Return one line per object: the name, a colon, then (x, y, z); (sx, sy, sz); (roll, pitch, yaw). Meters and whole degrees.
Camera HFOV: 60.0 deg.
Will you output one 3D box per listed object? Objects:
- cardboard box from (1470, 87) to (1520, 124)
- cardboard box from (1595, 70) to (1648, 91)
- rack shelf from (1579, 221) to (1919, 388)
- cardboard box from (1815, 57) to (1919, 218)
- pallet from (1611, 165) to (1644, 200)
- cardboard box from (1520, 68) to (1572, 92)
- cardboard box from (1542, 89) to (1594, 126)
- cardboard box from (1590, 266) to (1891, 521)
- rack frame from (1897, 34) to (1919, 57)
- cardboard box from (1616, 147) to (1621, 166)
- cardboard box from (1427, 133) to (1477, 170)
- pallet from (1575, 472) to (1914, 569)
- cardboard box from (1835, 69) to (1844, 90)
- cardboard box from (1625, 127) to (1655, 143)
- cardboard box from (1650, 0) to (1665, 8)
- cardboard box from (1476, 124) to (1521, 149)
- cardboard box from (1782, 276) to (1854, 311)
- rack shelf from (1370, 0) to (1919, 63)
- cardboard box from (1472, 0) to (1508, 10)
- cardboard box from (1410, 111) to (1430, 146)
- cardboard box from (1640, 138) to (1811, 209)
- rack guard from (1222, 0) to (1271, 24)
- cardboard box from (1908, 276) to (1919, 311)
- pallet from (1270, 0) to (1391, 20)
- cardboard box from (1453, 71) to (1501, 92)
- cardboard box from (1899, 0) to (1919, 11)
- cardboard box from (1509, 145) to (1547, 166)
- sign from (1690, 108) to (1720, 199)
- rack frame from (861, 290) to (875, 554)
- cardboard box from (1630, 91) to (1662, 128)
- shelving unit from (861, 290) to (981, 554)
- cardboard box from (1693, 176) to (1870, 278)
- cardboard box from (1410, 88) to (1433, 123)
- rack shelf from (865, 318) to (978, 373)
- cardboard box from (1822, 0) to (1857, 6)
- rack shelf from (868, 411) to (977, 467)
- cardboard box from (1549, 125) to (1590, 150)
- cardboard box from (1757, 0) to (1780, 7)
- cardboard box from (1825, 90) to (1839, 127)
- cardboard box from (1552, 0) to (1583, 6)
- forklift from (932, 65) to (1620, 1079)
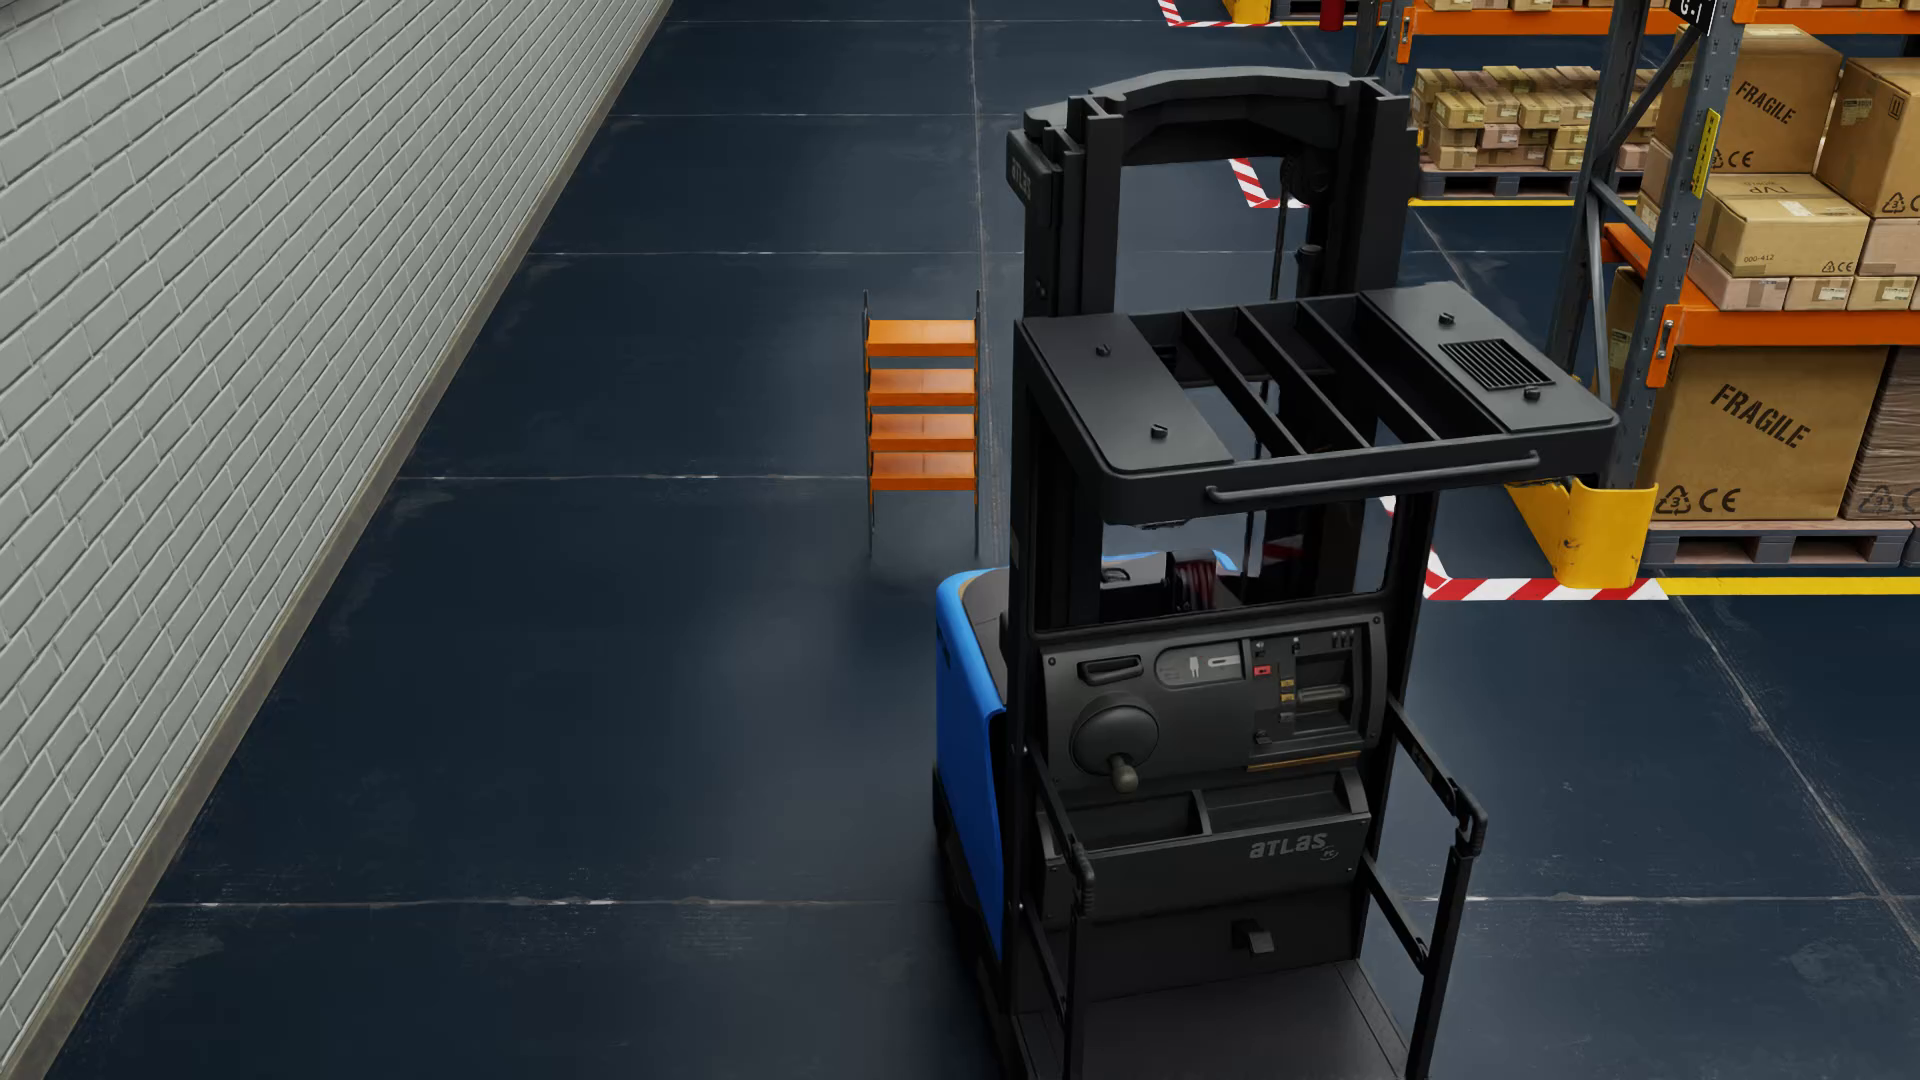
cardboard box: (3.739, -3.046, 11.648); (0.250, 0.149, 0.380); (0, 31, 1)
cardboard box: (4.767, -3.269, 12.016); (0.250, 0.149, 0.380); (-1, 31, -2)
rack shelf: (4.867, -1.068, 7.312); (4.000, 0.370, 1.077); (0, 31, 0)
cardboard box: (3.848, -1.616, 6.656); (0.500, 0.500, 0.500); (-1, 31, -1)
pallet: (5.043, -2.737, 12.057); (1.213, 0.211, 1.003); (0, 31, 0)
cardboard box: (4.235, -3.296, 12.060); (0.250, 0.149, 0.380); (-1, 31, -2)
cardboard box: (4.239, -3.024, 11.612); (0.250, 0.149, 0.380); (-2, 31, -3)
cardboard box: (3.506, -0.684, 7.629); (0.875, 0.875, 0.875); (0, 31, 0)
rack frame: (6.938, -3.955, 11.376); (0.127, 3.000, 1.000); (0, 31, 0)
cardboard box: (4.484, -2.780, 11.784); (0.250, 0.149, 0.380); (0, 31, 0)
cardboard box: (3.464, -2.738, 11.715); (0.250, 0.149, 0.380); (0, 31, 1)
pallet: (3.666, -0.220, 7.909); (1.213, 0.211, 1.003); (0, 31, 0)
cardboard box: (6.316, -3.306, 12.077); (0.250, 0.149, 0.380); (1, 31, 2)
cardboard box: (4.775, -2.934, 11.750); (0.250, 0.149, 0.380); (1, 31, 2)
cardboard box: (4.564, -3.707, 11.210); (0.250, 0.149, 0.380); (-1, 31, -1)
cardboard box: (3.738, -2.870, 11.645); (0.250, 0.149, 0.380); (0, 31, -1)
cardboard box: (3.480, -1.093, 6.902); (0.250, 0.149, 0.380); (-1, 31, -1)
rack shelf: (4.938, -3.641, 11.552); (4.000, 0.370, 1.077); (0, 31, 0)
cardboard box: (3.518, -3.688, 11.179); (0.250, 0.149, 0.380); (1, 31, 1)
cardboard box: (3.463, -3.013, 12.167); (0.250, 0.149, 0.380); (0, 31, 1)
cardboard box: (3.350, -1.571, 7.306); (0.500, 0.250, 0.500); (-1, 31, -1)
rack guard: (2.783, -5.441, 16.235); (0.348, 0.500, 1.175); (0, 31, 0)
cardboard box: (3.997, -1.095, 6.906); (0.250, 0.149, 0.380); (-1, 31, -1)
pallet: (3.606, -5.360, 16.381); (1.213, 0.211, 1.003); (0, 31, 0)
cardboard box: (3.717, -3.261, 12.003); (0.250, 0.149, 0.380); (0, 31, 1)
cardboard box: (6.397, -3.668, 11.145); (0.250, 0.149, 0.380); (-1, 31, -2)
cardboard box: (3.973, -2.786, 11.794); (0.250, 0.149, 0.380); (0, 31, 0)
sign: (2.864, -1.485, 6.395); (0.005, 0.325, 0.100); (0, 31, 0)
rack frame: (-0.410, -0.512, 7.437); (0.015, 1.200, 0.240); (0, 31, 0)
cardboard box: (4.780, -2.997, 11.568); (0.250, 0.149, 0.380); (0, 31, 0)
shelving unit: (-0.166, -0.512, 7.438); (0.503, 1.200, 0.258); (0, 31, 0)
cardboard box: (3.348, -1.293, 6.848); (0.500, 0.250, 0.500); (-1, 31, -2)
cardboard box: (3.464, -3.180, 12.156); (0.250, 0.149, 0.380); (-1, 31, -2)
rack shelf: (-0.166, -0.848, 7.234); (0.480, 0.148, 0.258); (0, 31, 0)
cardboard box: (5.871, -3.732, 11.252); (0.250, 0.149, 0.380); (-1, 31, -2)
rack shelf: (-0.166, -0.455, 7.473); (0.480, 0.148, 0.258); (0, 31, 0)
cardboard box: (4.239, -2.861, 11.631); (0.250, 0.149, 0.380); (1, 31, 1)
cardboard box: (5.345, -3.720, 11.232); (0.250, 0.149, 0.380); (-1, 31, -1)
cardboard box: (6.079, -3.008, 11.585); (0.250, 0.149, 0.380); (0, 31, -1)
cardboard box: (4.046, -3.733, 11.253); (0.250, 0.149, 0.380); (1, 31, 2)
forklift: (0.716, 0.470, 4.151); (1.130, 2.935, 3.031); (-6, 32, -10)
